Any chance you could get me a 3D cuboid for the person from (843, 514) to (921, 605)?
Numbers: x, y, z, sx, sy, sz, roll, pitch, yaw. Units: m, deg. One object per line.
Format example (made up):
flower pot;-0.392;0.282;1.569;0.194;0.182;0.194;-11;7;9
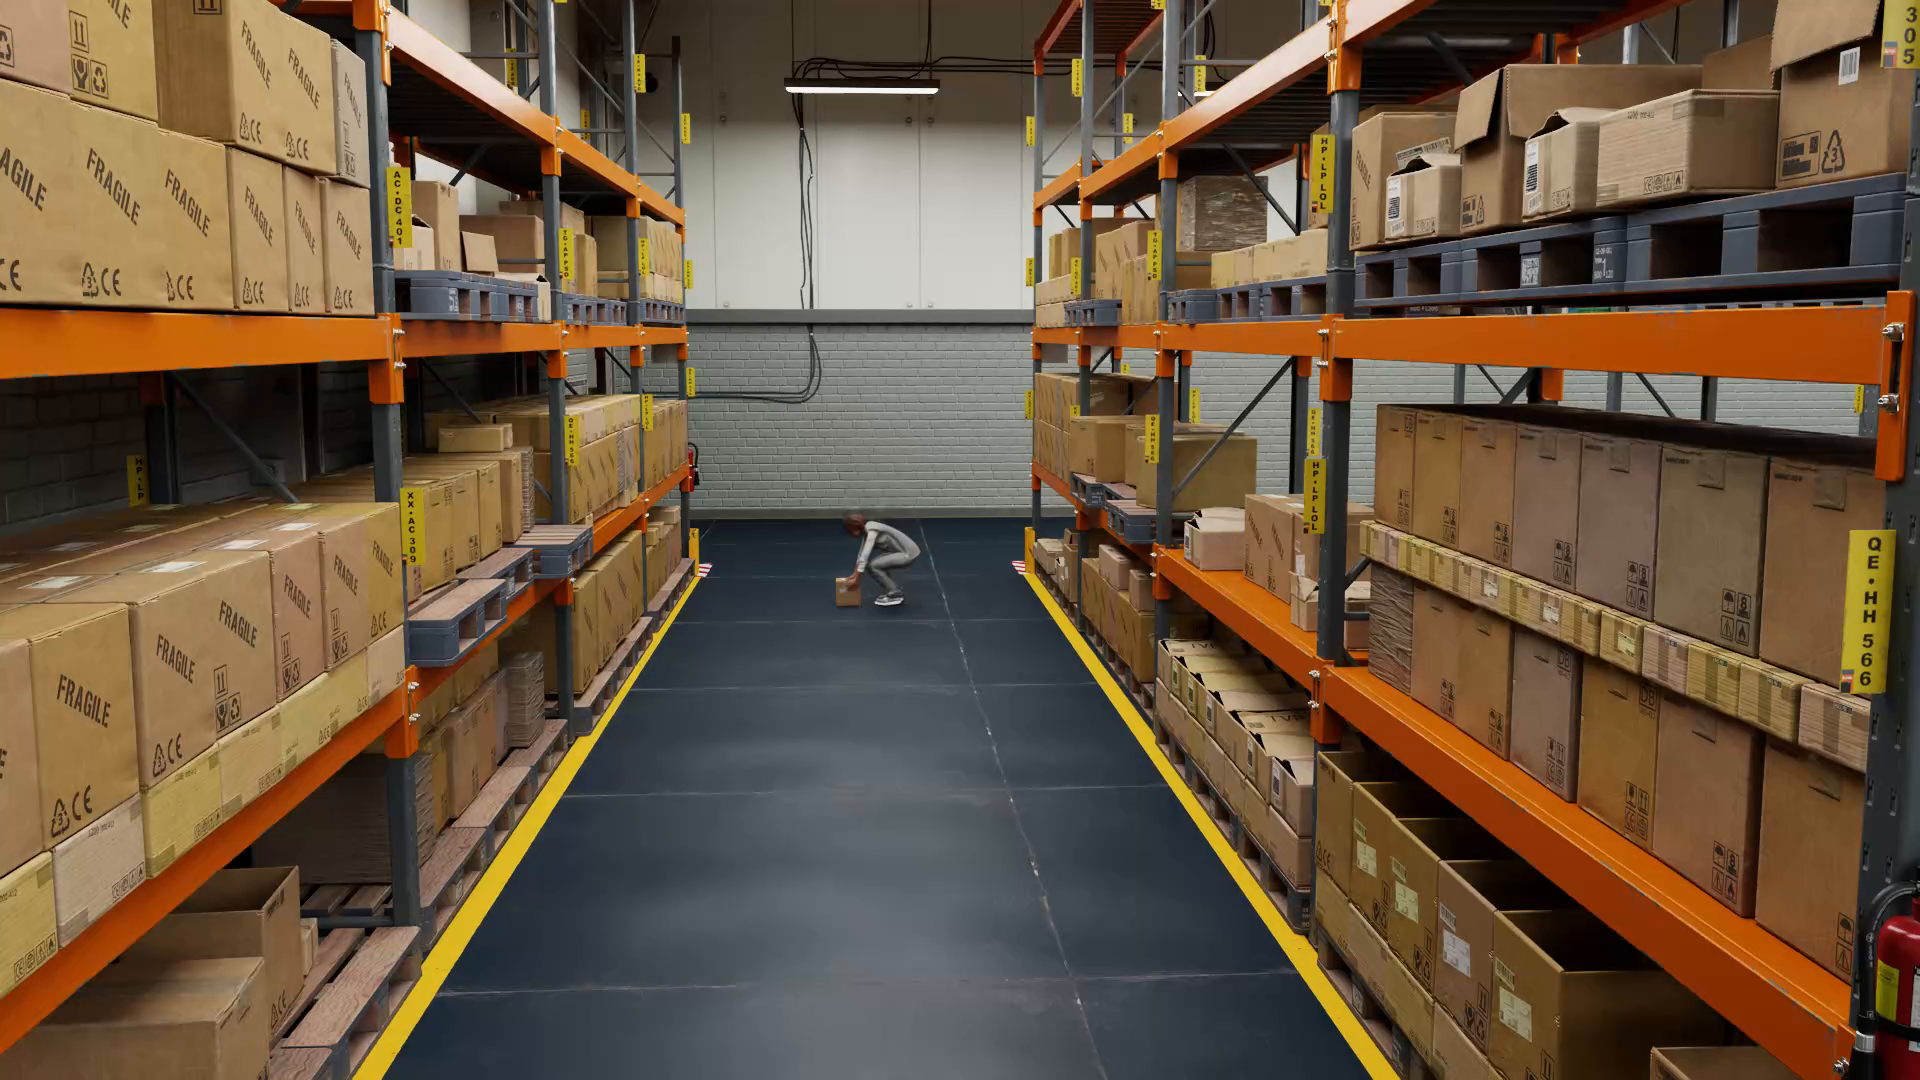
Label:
person;-0.793;0.199;16.959;0.788;0.919;0.451;0;7;-4
